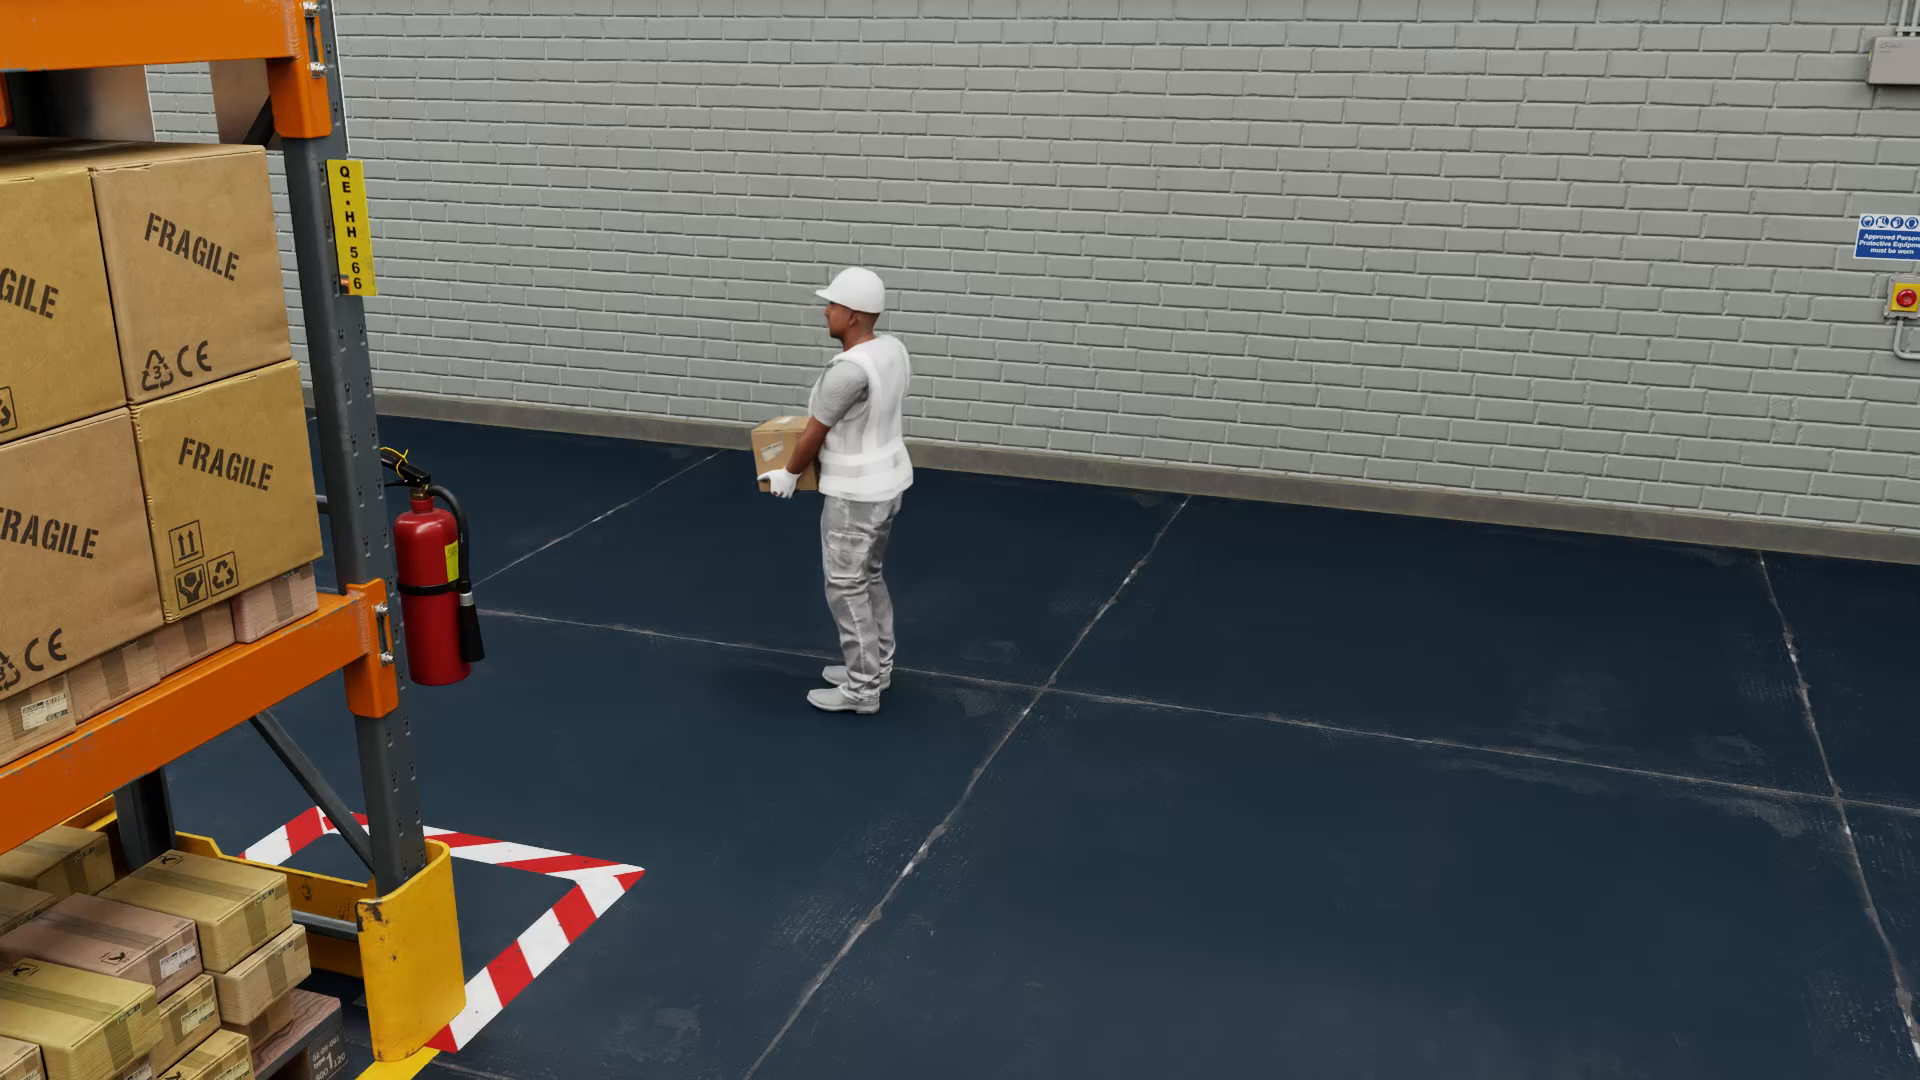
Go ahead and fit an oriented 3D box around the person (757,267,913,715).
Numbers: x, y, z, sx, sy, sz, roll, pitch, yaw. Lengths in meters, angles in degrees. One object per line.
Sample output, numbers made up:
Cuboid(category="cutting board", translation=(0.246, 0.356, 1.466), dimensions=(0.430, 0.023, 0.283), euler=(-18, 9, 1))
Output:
Cuboid(category="person", translation=(-0.492, -0.201, 6.630), dimensions=(0.578, 1.782, 0.490), euler=(6, 19, 18))
